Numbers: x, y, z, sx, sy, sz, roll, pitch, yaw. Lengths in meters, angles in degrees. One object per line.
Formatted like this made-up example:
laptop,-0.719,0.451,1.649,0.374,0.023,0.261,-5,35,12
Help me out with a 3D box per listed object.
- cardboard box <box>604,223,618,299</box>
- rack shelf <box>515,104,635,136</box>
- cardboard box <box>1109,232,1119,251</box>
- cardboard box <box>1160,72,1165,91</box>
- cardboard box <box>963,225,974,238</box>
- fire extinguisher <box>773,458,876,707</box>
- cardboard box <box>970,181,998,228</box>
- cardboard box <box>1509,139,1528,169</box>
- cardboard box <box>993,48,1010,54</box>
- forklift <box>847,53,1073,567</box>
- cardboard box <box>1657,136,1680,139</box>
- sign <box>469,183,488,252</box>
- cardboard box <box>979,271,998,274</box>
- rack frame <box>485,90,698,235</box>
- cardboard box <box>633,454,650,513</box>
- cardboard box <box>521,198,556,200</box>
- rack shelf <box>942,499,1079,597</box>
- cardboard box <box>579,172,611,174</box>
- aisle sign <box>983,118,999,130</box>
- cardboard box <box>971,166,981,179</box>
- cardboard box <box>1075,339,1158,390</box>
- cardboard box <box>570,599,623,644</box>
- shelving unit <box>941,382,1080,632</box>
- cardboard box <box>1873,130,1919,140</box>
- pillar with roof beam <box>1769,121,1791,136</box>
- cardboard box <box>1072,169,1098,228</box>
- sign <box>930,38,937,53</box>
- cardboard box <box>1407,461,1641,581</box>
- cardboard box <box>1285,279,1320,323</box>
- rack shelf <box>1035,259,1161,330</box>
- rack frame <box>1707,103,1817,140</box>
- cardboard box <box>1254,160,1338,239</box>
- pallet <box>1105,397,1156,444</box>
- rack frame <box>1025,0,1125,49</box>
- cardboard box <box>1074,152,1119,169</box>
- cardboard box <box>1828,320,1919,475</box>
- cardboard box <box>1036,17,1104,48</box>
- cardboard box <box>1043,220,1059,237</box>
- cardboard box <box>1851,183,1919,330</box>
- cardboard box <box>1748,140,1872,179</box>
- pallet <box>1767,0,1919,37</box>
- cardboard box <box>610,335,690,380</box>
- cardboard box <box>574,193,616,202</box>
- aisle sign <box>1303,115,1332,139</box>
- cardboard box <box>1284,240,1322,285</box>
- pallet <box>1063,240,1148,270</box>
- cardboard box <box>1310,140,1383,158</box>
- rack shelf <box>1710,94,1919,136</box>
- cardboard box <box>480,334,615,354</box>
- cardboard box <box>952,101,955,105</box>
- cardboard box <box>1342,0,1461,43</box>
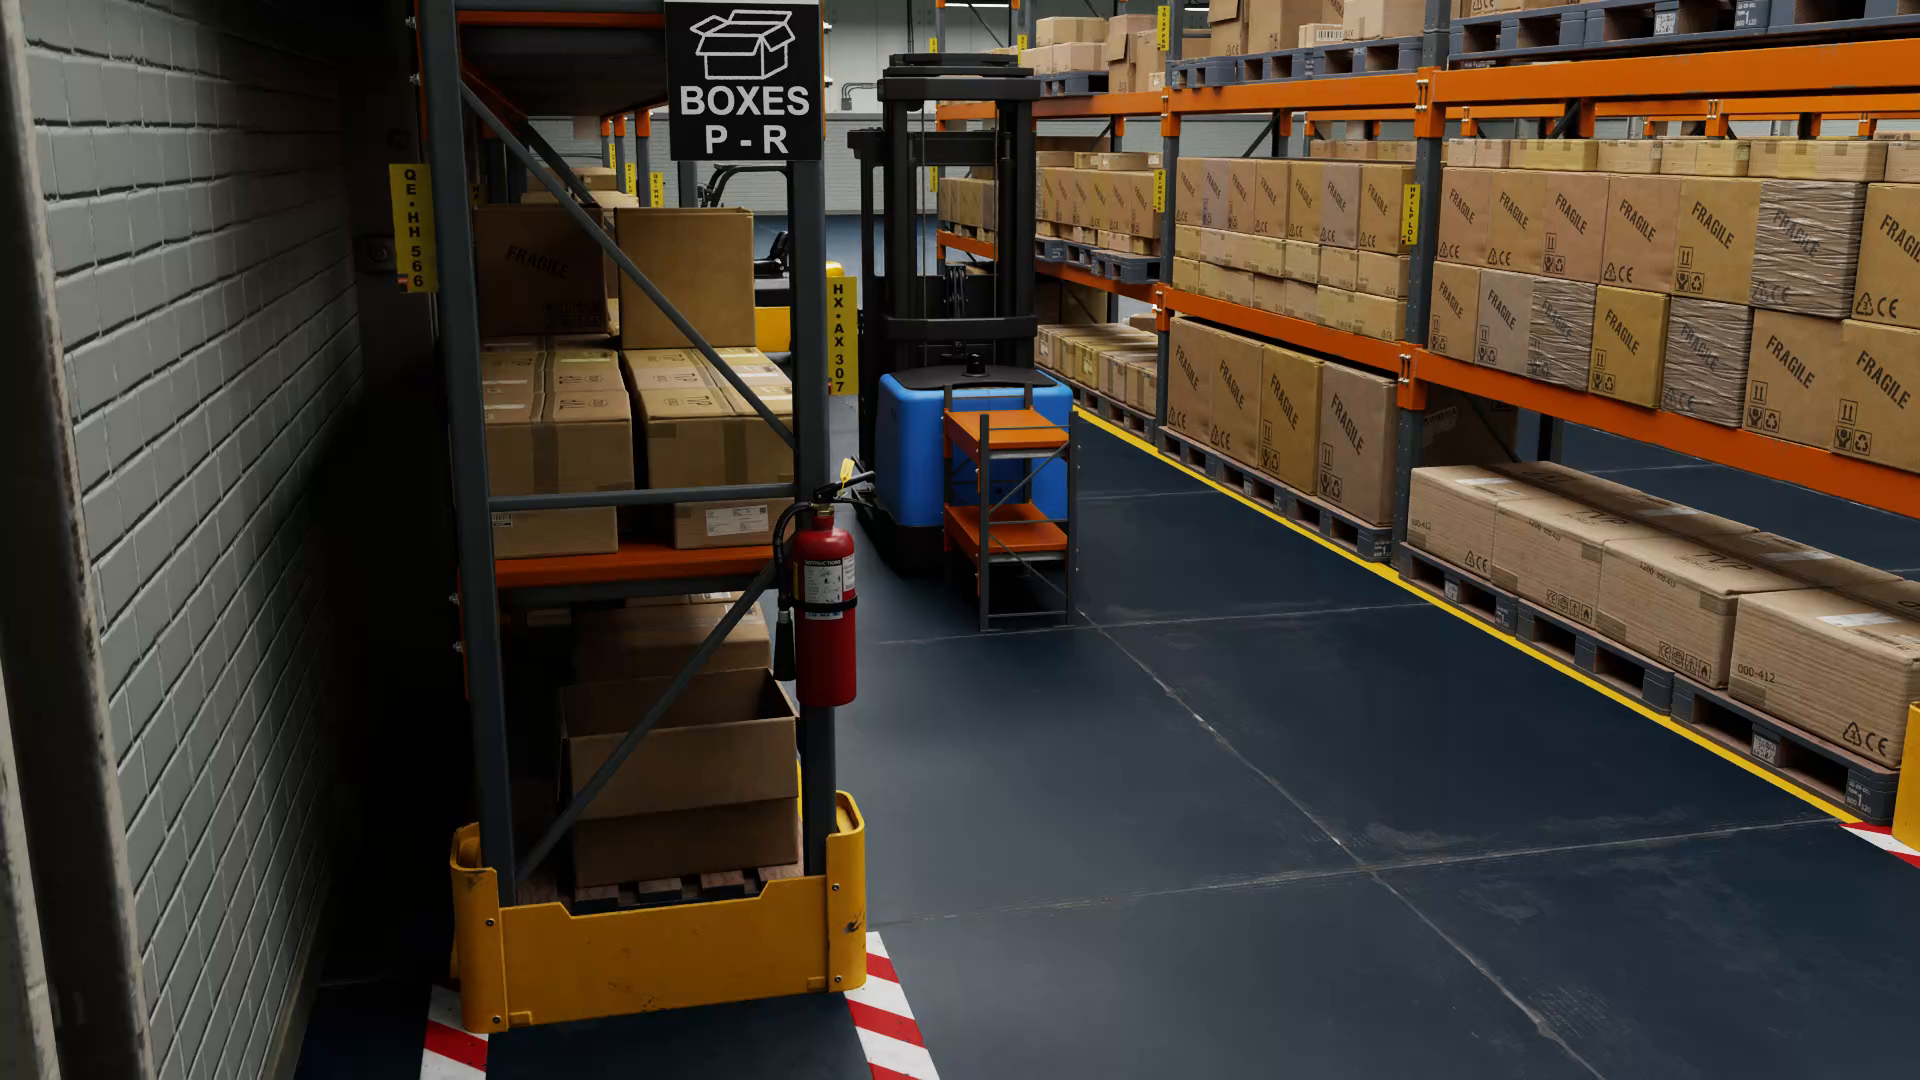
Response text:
cardboard box,-1.695,-1.410,8.783,0.700,0.500,0.500,-3,14,-12
rack shelf,-3.208,-3.525,13.732,1.077,0.370,4.000,-3,14,-13
cardboard box,1.493,-2.550,14.190,0.380,0.149,0.250,-4,14,-16
cardboard box,1.808,-3.630,13.173,0.380,0.149,0.250,-3,14,-13
cardboard box,0.251,-3.625,19.475,0.380,0.149,0.250,-3,14,-12
fire extinguisher,-0.375,0.116,4.580,0.296,0.674,0.183,-3,14,-13
cardboard box,0.422,-3.794,18.799,0.500,0.500,0.500,-4,14,-14
cardboard box,3.024,-1.958,8.438,0.380,0.149,0.250,-3,14,-14
cardboard box,0.562,-5.113,17.565,0.380,0.149,0.250,-3,14,-12
forklift,-0.117,-1.570,10.677,1.130,2.935,3.031,-3,14,-10
cardboard box,9.704,-5.168,22.318,0.500,0.500,0.500,-3,14,-13
sign,-2.337,-1.564,8.069,0.100,0.325,0.005,-3,14,-13
cardboard box,0.505,-2.746,18.673,0.500,0.500,0.500,-3,14,-10
rack frame,-1.798,-1.033,8.337,1.000,3.000,0.127,-3,14,-13
cardboard box,-0.870,-0.195,5.432,0.380,0.149,0.250,-3,14,-14
cardboard box,-3.490,-2.795,13.971,0.380,0.149,0.250,-3,14,-13
rack shelf,0.252,0.030,8.966,0.538,0.278,1.000,-3,14,-10
cardboard box,-3.682,-3.591,16.600,0.380,0.149,0.250,-4,14,-14
aisle sign,0.475,-5.373,20.620,0.394,0.787,0.004,-3,14,-13
cardboard box,0.540,-4.652,20.206,0.700,0.500,0.500,-4,14,-15
cardboard box,1.609,-1.637,15.460,0.950,0.372,0.625,-3,14,-11
cardboard box,-1.317,0.314,7.202,0.700,0.500,0.500,-4,14,-15
shelving unit,0.252,-0.208,8.908,0.538,1.125,1.048,-3,14,-10
cardboard box,10.830,-4.013,18.385,1.000,1.000,1.000,-3,14,-13
pillar with roof beam,16.878,-12.173,41.294,9.100,9.000,0.400,-3,14,-13
cardboard box,1.330,-3.081,14.996,0.500,0.500,0.500,-4,14,-15
sign,-0.320,-5.931,20.220,0.100,0.325,0.005,-3,14,-13
cardboard box,3.069,-0.120,9.110,0.875,0.438,0.875,-3,14,-14
cardboard box,2.457,-1.563,10.819,0.500,0.250,0.500,-4,14,-15
rack shelf,1.616,-2.346,15.224,1.077,0.370,4.000,-3,14,-13
rack frame,6.874,-2.533,14.475,1.000,3.000,0.127,-3,14,-13
cardboard box,2.312,-2.290,11.162,0.500,0.500,0.500,-3,14,-12
pallet,1.904,-1.060,14.319,1.003,0.211,1.213,-3,14,-13
rack frame,1.147,-6.071,16.315,1.000,3.000,0.127,-3,14,-13
cardboard box,1.269,-3.496,15.326,0.380,0.149,0.250,-2,14,-10
cardboard box,3.594,-0.533,6.079,0.500,0.500,0.500,-3,14,-13
cardboard box,1.021,-4.716,15.468,0.500,0.250,0.500,-4,14,-14
cardboard box,1.020,-3.035,16.175,0.380,0.149,0.250,-3,14,-12
cardboard box,3.620,-1.020,5.966,0.500,0.500,0.500,-3,14,-11
cardboard box,3.449,-1.546,6.751,0.380,0.149,0.250,-3,14,-14
pallet,3.781,-1.973,6.048,1.003,0.211,1.213,-3,14,-13
cardboard box,-1.085,-0.652,6.464,0.500,0.250,0.500,-4,14,-15
cardboard box,-3.297,-3.058,15.048,0.380,0.149,0.250,-3,14,-13
aisle sign,4.687,-5.641,21.719,0.394,0.787,0.004,-3,14,-13
cardboard box,2.434,-1.803,10.750,0.500,0.250,0.500,-3,14,-12
pallet,1.581,-2.595,15.133,1.003,0.211,1.213,-3,14,-13
cardboard box,5.045,-4.888,21.524,0.875,0.550,0.550,-3,14,-13
rack shelf,7.344,-3.179,12.315,1.077,0.370,4.000,-3,14,-13
cardboard box,-1.579,-0.628,6.366,0.500,0.250,0.500,-3,14,-13
cardboard box,0.118,-5.264,19.863,0.380,0.149,0.250,-4,14,-15
cardboard box,2.615,-3.120,9.862,0.500,0.311,0.500,-3,14,-13
